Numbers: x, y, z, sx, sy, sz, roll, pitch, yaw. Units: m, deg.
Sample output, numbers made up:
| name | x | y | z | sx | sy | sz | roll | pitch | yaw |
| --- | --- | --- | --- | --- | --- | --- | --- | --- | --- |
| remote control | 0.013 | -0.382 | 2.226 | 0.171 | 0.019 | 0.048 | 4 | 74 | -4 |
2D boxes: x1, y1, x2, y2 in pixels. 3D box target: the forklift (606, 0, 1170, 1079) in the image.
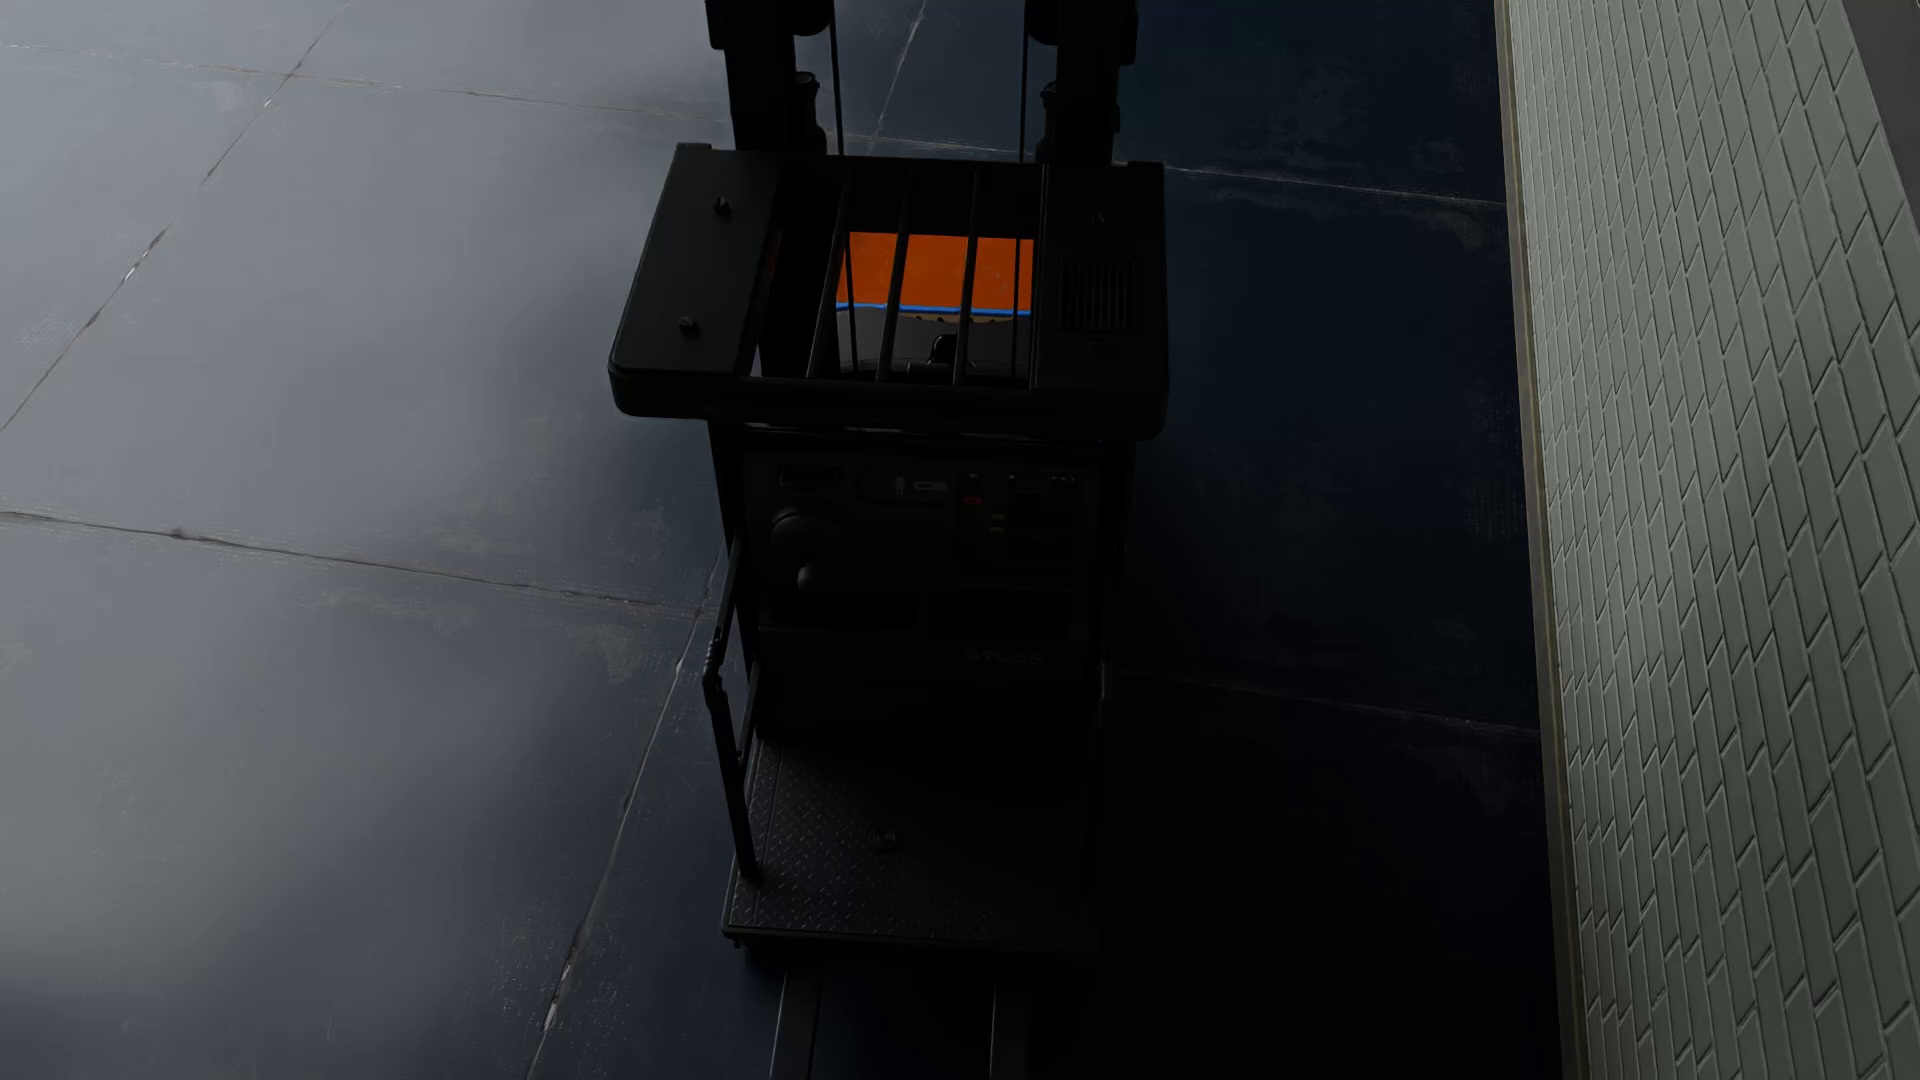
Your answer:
| name | x | y | z | sx | sy | sz | roll | pitch | yaw |
| --- | --- | --- | --- | --- | --- | --- | --- | --- | --- |
| forklift | -0.113 | 0.056 | 4.229 | 1.130 | 2.935 | 3.031 | 3 | 48 | 3 |

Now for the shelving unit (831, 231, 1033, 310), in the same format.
| name | x | y | z | sx | sy | sz | roll | pitch | yaw |
| --- | --- | --- | --- | --- | --- | --- | --- | --- | --- |
| shelving unit | 0.017 | -0.685 | 6.109 | 1.048 | 1.125 | 0.538 | 2 | 48 | 2 |

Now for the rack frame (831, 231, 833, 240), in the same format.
| name | x | y | z | sx | sy | sz | roll | pitch | yaw |
| --- | --- | --- | --- | --- | --- | --- | --- | --- | --- |
| rack frame | -0.490 | -0.706 | 6.128 | 0.032 | 1.125 | 0.500 | 2 | 48 | 2 |

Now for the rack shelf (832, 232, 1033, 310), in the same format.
| name | x | y | z | sx | sy | sz | roll | pitch | yaw |
| --- | --- | --- | --- | --- | --- | --- | --- | --- | --- |
| rack shelf | 0.017 | -0.880 | 5.891 | 1.000 | 0.278 | 0.538 | 2 | 48 | 2 |
